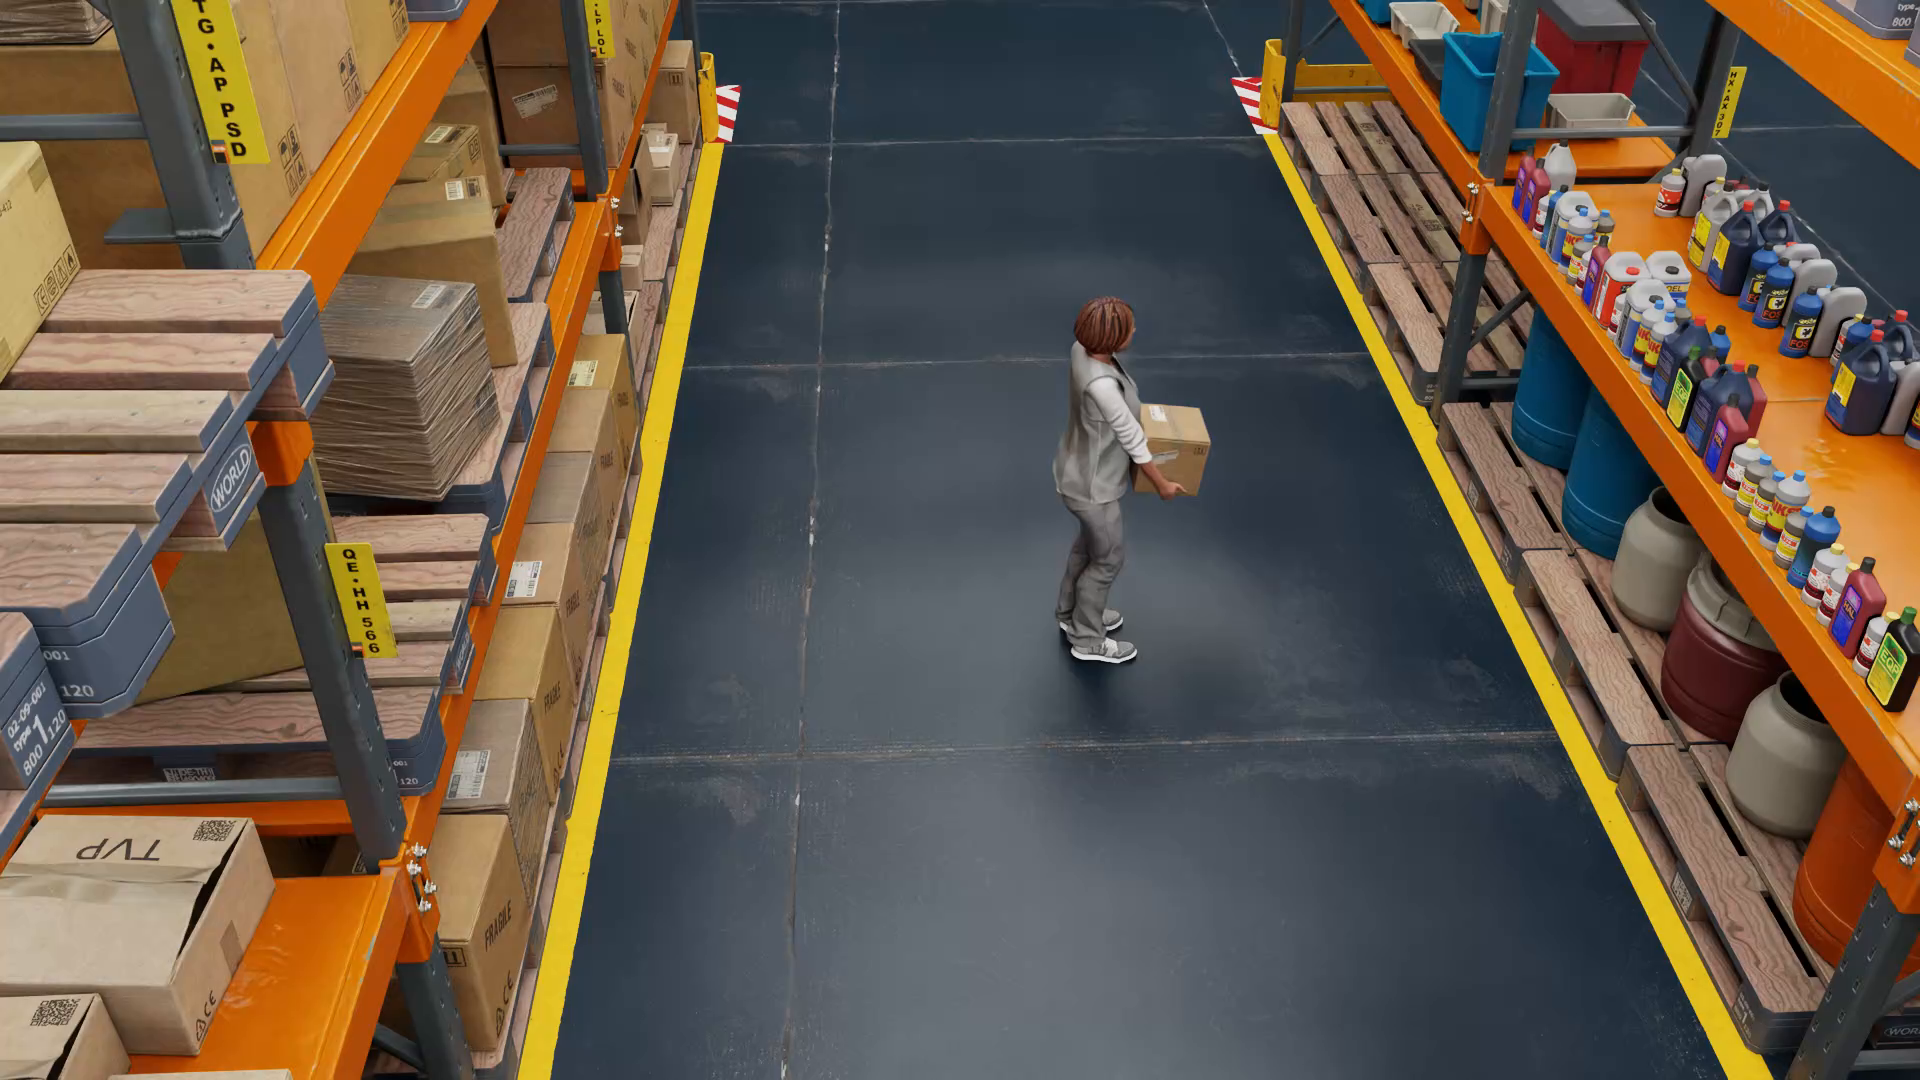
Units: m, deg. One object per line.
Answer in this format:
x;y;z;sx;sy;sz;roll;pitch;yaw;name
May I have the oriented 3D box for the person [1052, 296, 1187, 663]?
0.608;-0.228;6.476;0.499;1.599;0.375;-2;36;-3;person
